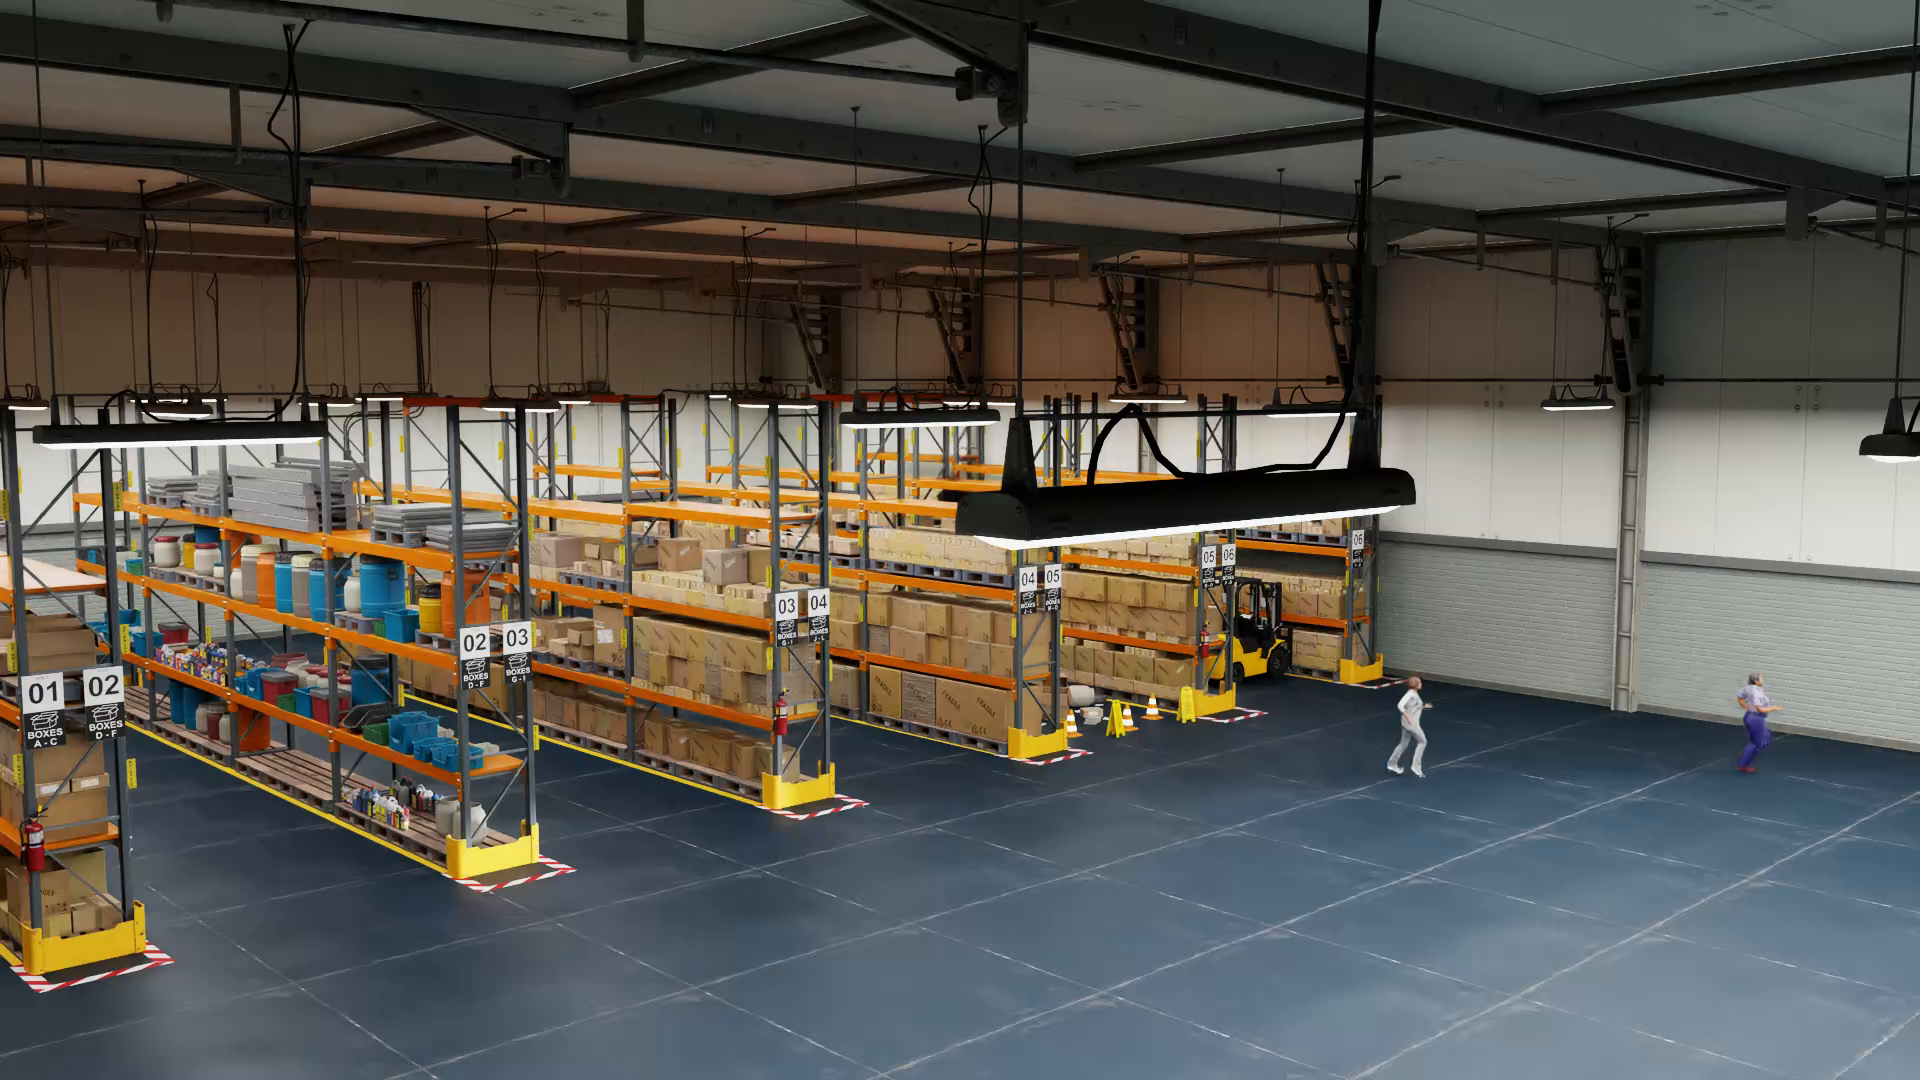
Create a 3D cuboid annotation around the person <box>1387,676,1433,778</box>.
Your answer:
[{"bbox_3d":[7.192,2.982,26.565,0.707,1.646,0.507,1,6,5],"label":"person"}]

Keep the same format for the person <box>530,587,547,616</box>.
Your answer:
[{"bbox_3d":[-10.262,1.586,40.684,0.802,1.724,0.720,-5,7,-41],"label":"person"}]

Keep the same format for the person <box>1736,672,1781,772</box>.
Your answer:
[{"bbox_3d":[12.856,2.939,26.779,0.603,1.636,0.588,1,6,11],"label":"person"}]
